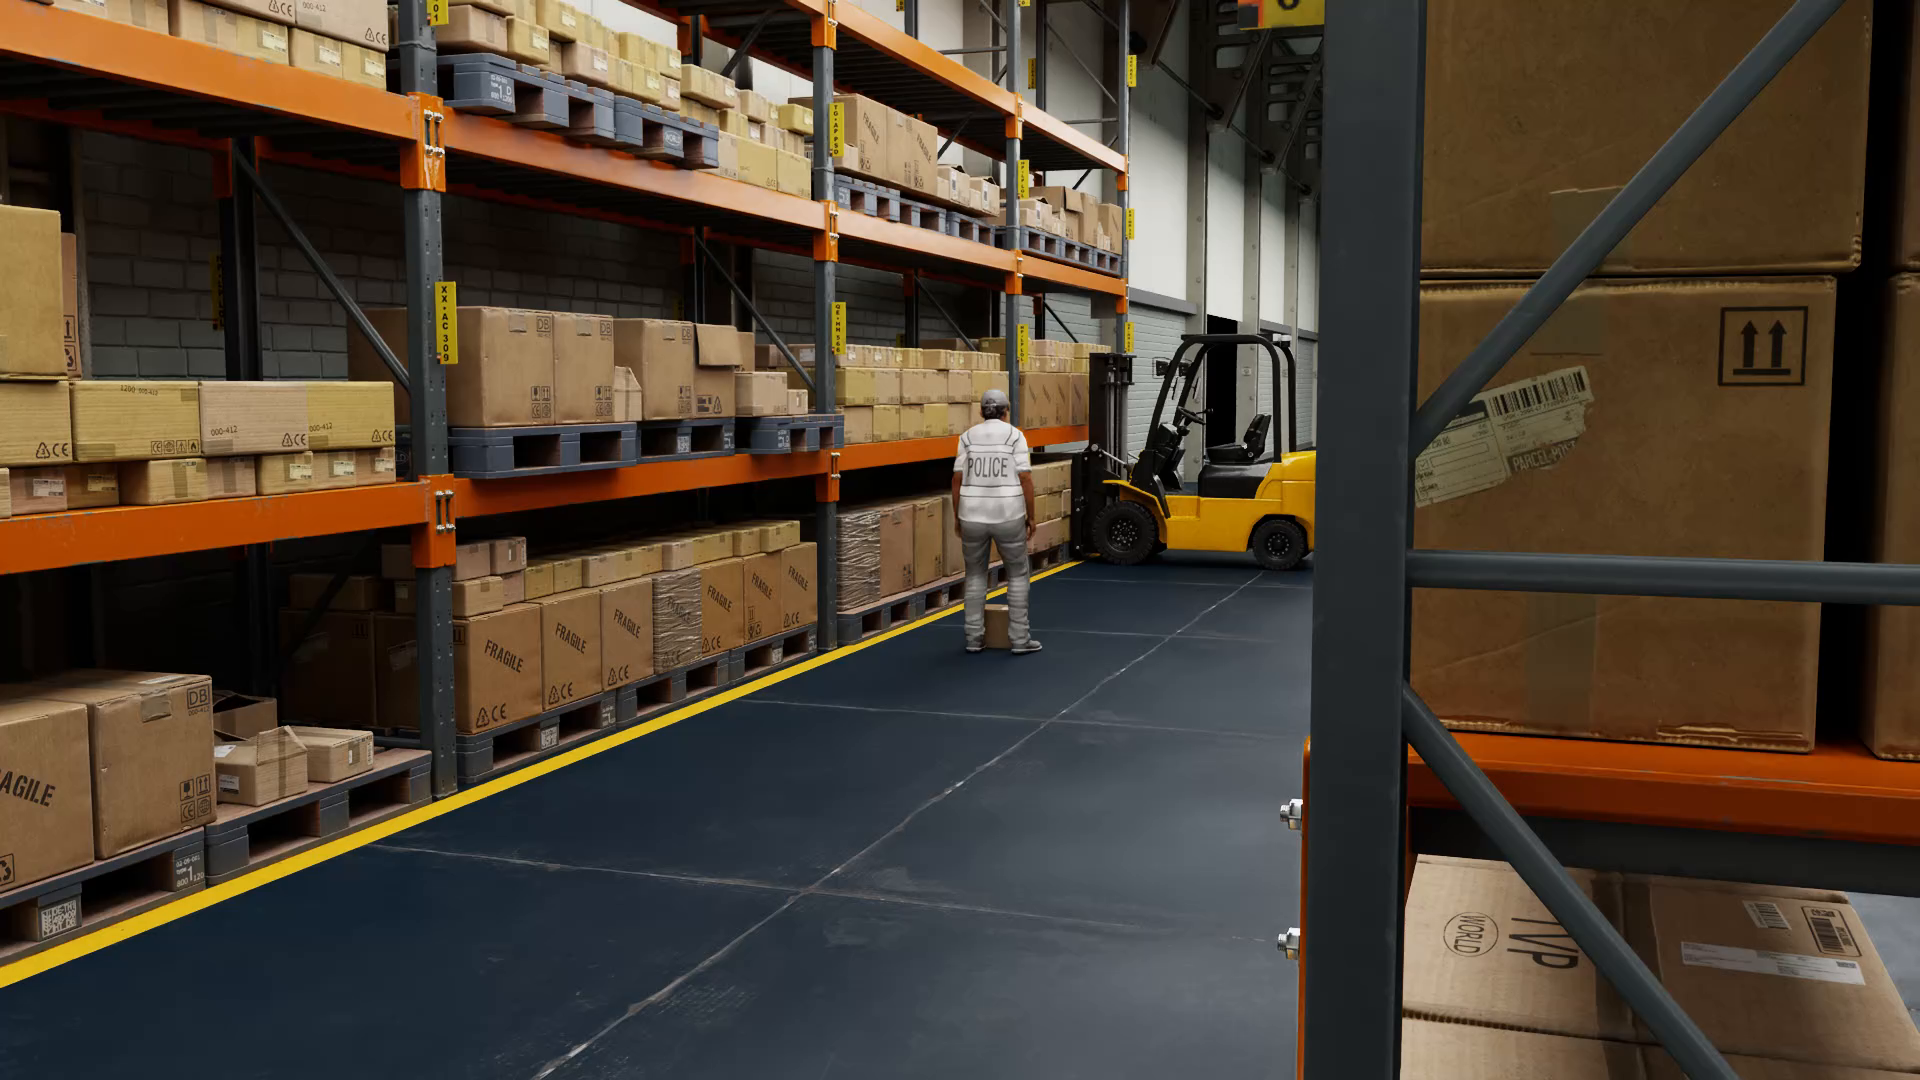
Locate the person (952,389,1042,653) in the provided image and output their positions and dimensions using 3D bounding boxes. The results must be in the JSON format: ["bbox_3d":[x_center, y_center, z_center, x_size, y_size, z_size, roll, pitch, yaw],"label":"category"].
[{"bbox_3d":[0.230,-0.122,10.524,0.554,1.666,0.472,1,6,15],"label":"person"}]
